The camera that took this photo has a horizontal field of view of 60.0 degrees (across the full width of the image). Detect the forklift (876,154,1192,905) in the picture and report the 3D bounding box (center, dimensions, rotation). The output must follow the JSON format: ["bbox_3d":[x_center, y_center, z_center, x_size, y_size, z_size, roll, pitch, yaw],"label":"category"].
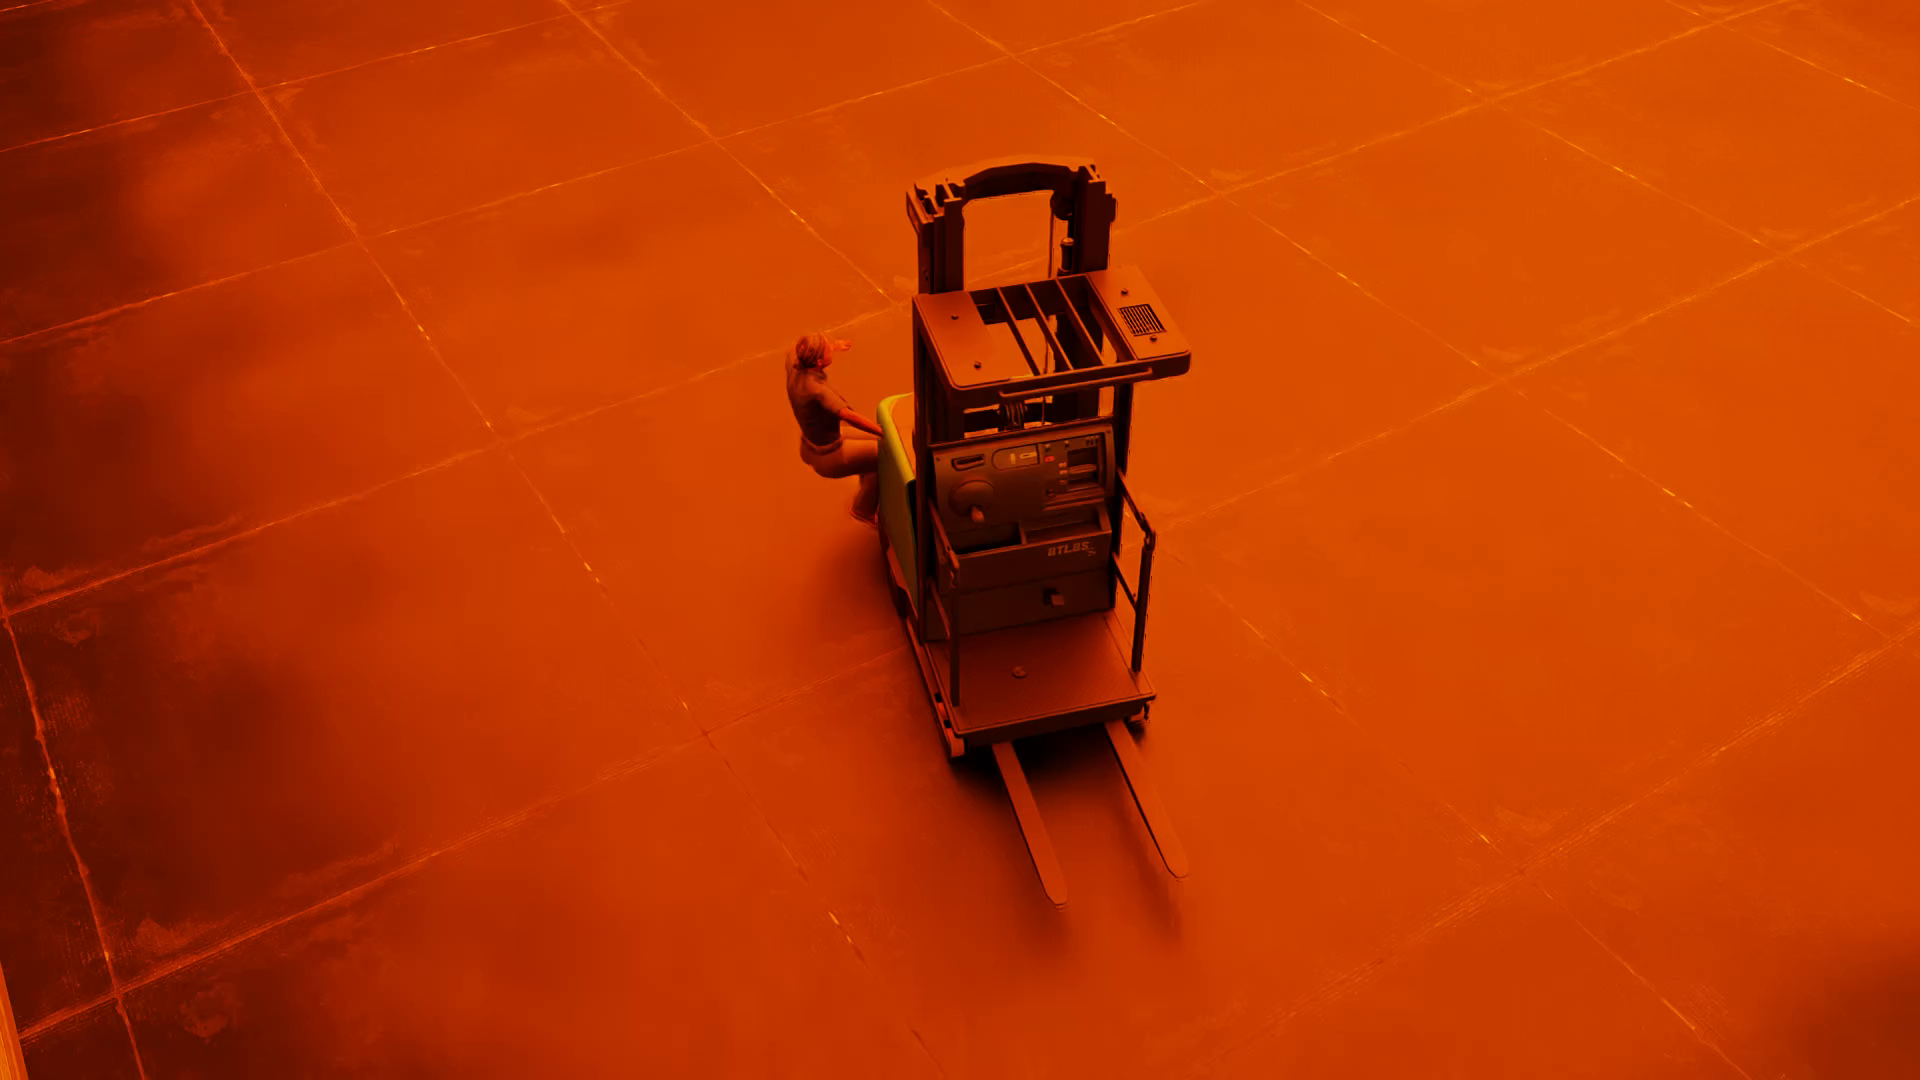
[{"bbox_3d":[0.381,-0.243,8.149,1.130,2.935,3.031,-10,42,-11],"label":"forklift"}]

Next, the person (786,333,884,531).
[{"bbox_3d":[-0.593,-0.642,9.747,0.786,1.418,1.017,-25,47,-26],"label":"person"}]
